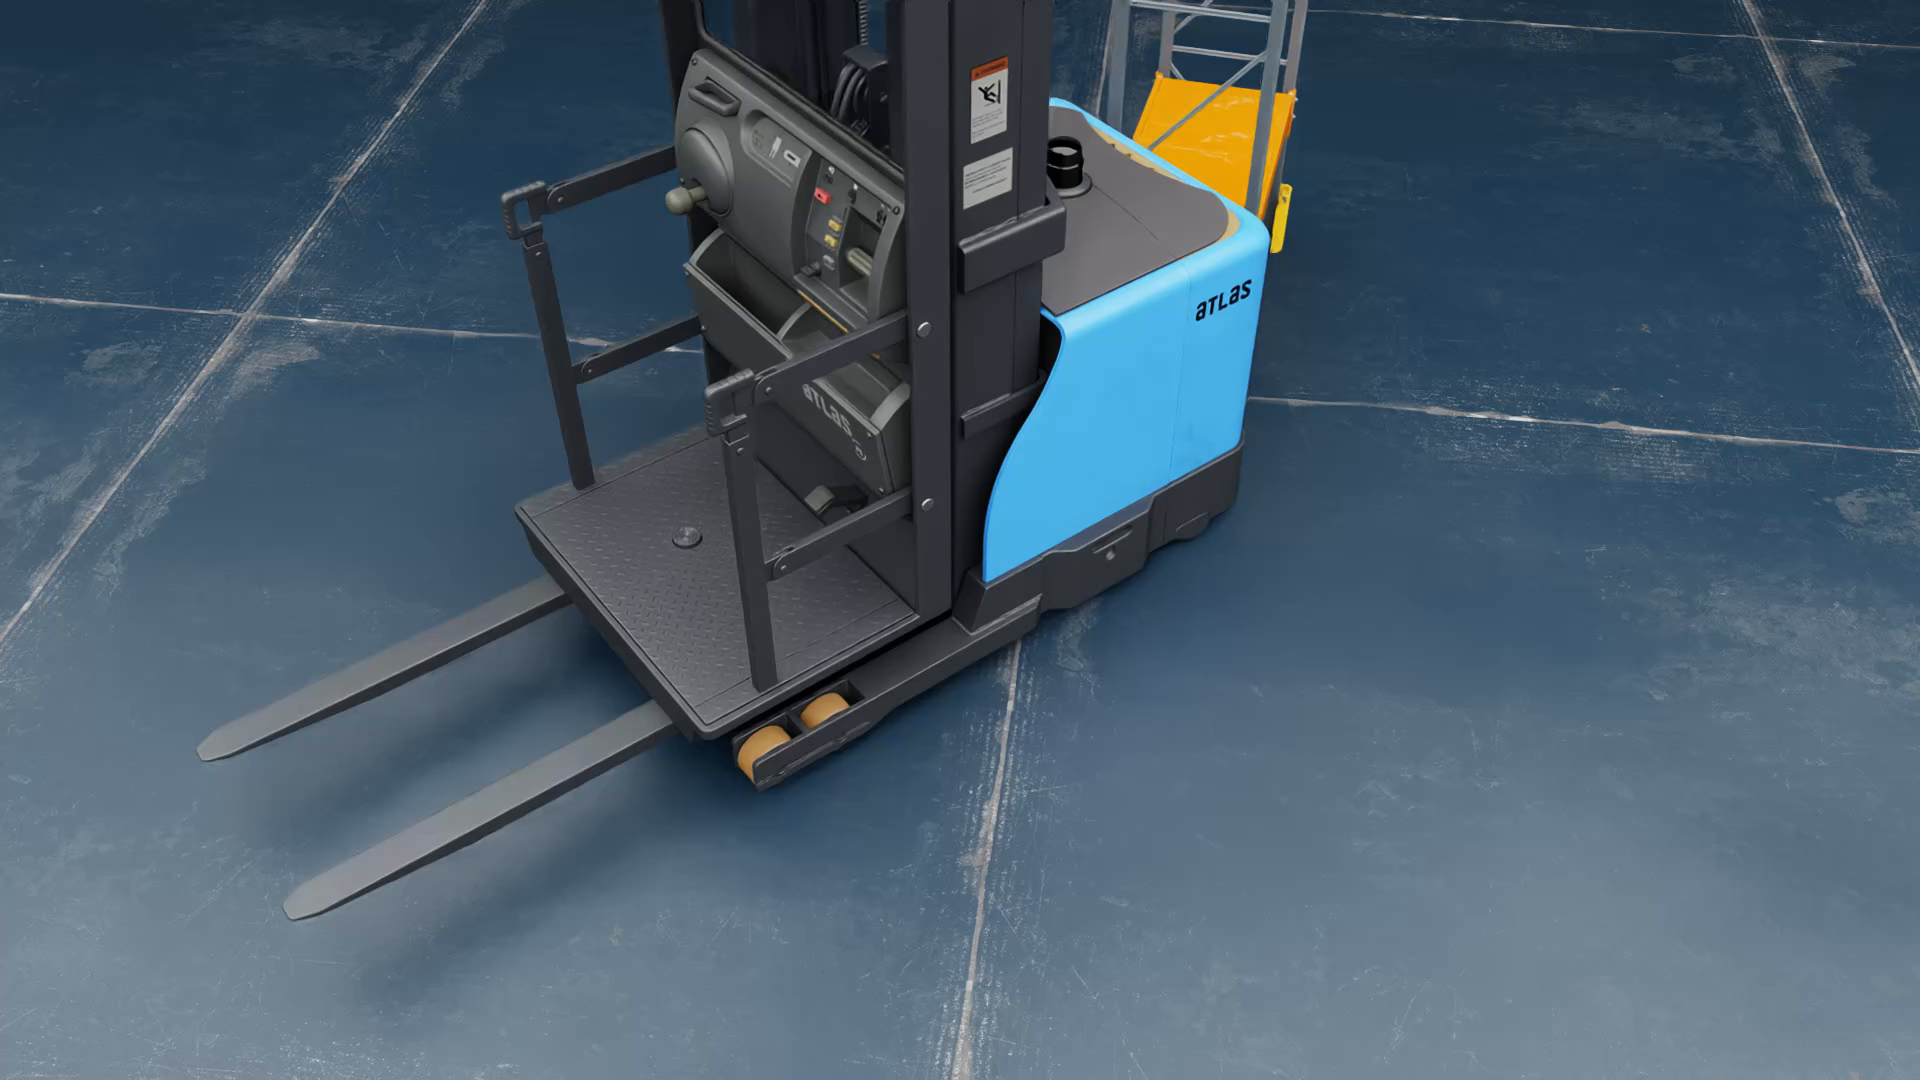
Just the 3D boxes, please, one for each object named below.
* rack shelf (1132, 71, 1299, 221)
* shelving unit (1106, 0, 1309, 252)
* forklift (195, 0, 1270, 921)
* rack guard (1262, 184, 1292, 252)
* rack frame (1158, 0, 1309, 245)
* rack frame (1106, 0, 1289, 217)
[{"bbox_3d":[0.836,-1.280,5.773,0.538,0.185,1.000,11,45,11],"label":"rack shelf"},{"bbox_3d":[0.833,-1.405,5.643,0.587,1.500,1.083,11,45,11],"label":"shelving unit"},{"bbox_3d":[-0.597,-0.807,3.971,3.031,2.935,1.130,-28,50,-26],"label":"forklift"},{"bbox_3d":[0.967,-1.281,6.421,0.587,0.250,0.087,11,45,11],"label":"rack guard"},{"bbox_3d":[0.972,-1.748,6.005,0.500,1.500,0.032,11,45,11],"label":"rack frame"},{"bbox_3d":[0.699,-1.074,5.294,0.500,1.500,0.032,11,45,11],"label":"rack frame"}]
